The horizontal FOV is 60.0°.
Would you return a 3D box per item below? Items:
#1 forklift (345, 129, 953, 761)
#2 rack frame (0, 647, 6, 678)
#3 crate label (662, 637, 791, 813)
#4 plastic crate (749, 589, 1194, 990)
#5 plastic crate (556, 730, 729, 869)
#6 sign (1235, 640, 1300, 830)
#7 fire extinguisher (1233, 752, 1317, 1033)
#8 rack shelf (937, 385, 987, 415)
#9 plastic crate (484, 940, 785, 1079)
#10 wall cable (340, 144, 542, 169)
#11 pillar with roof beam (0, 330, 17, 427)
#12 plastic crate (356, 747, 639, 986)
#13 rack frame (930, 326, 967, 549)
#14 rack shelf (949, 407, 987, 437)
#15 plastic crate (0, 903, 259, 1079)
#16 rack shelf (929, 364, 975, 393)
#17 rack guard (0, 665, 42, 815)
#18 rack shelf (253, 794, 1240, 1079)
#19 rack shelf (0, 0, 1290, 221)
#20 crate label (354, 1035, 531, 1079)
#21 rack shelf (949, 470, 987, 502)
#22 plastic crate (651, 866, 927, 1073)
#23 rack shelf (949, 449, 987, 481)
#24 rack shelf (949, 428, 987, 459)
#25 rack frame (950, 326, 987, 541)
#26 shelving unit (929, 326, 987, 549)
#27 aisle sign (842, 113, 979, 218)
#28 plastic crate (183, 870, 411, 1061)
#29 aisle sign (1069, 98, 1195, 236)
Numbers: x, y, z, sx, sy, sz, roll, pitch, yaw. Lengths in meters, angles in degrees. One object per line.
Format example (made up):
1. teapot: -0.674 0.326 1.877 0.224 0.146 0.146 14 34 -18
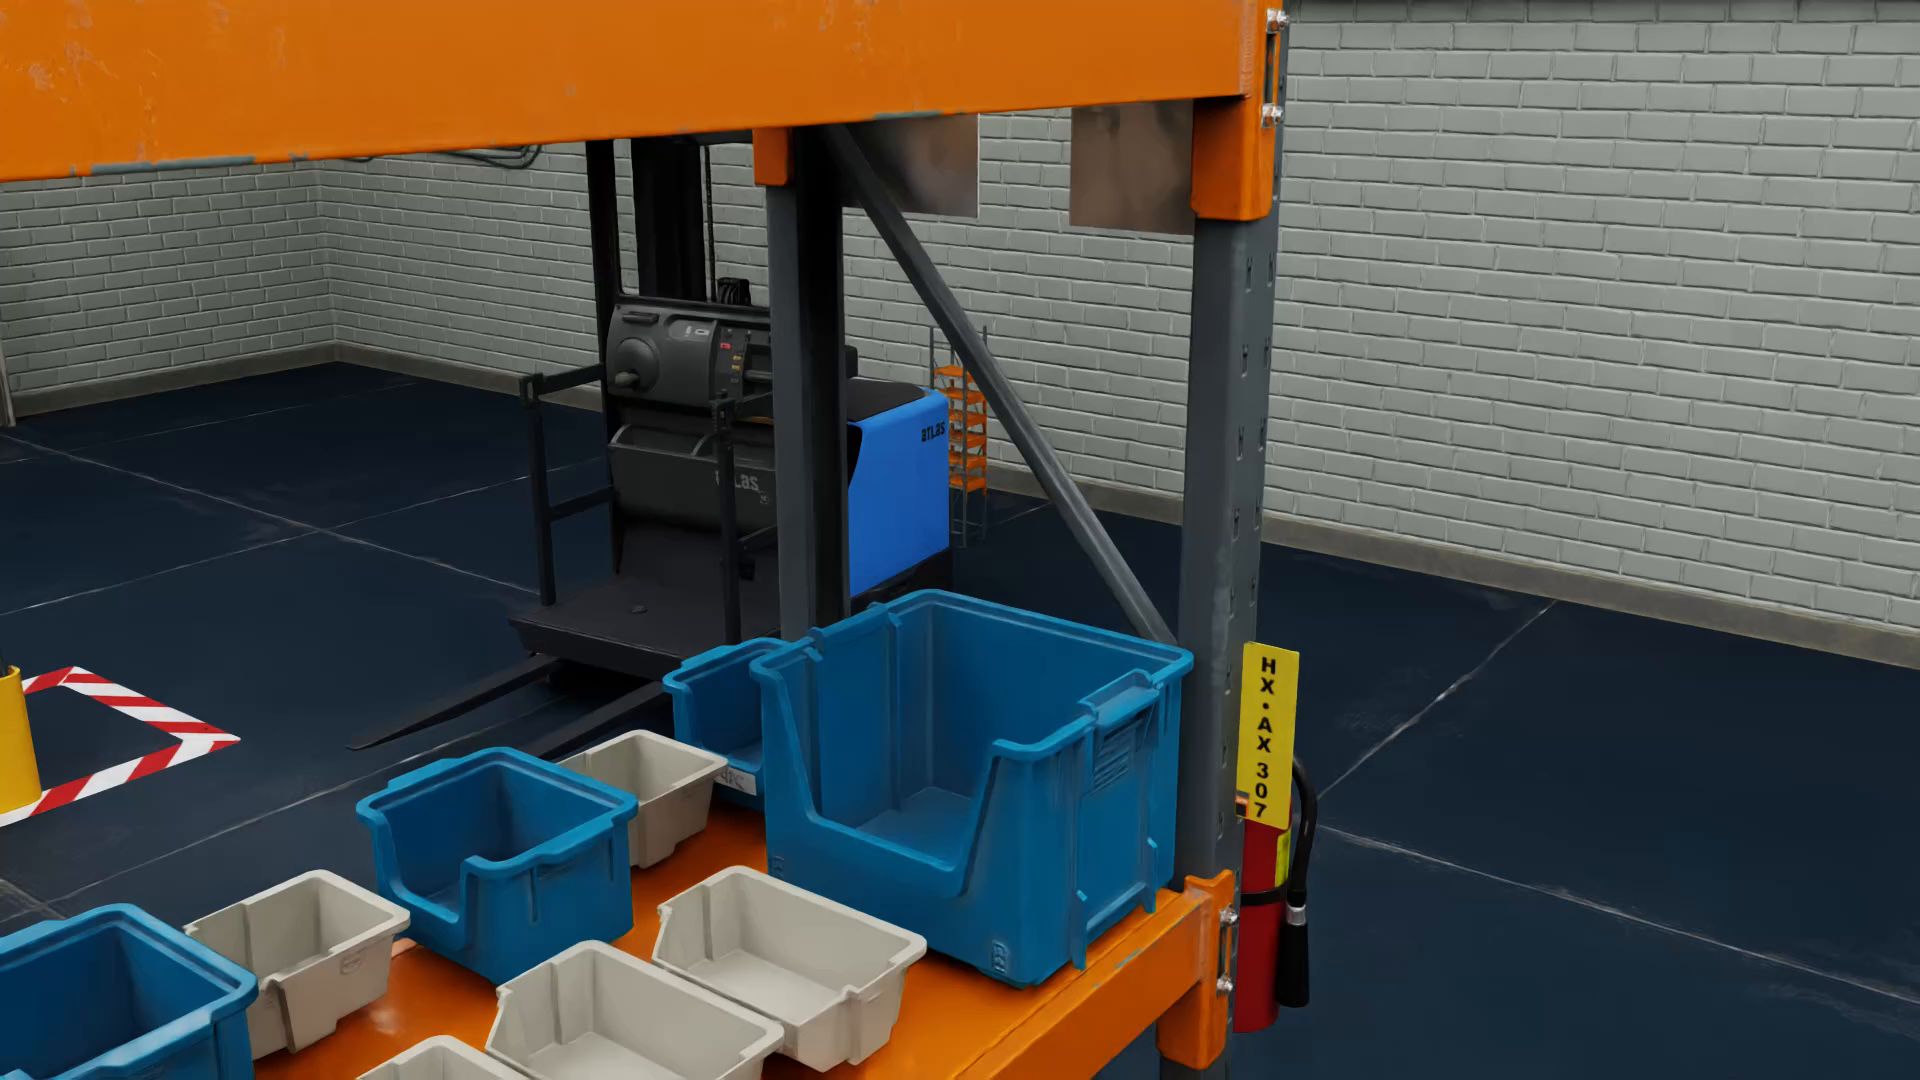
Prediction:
1. forklift: -1.206 -0.775 6.797 1.130 2.935 3.031 10 20 28
2. rack frame: -3.905 -0.558 5.981 1.000 3.000 0.127 12 21 35
3. crate label: -0.341 0.371 3.174 0.416 0.233 0.303 12 21 35
4. plastic crate: 0.021 0.386 2.783 0.616 0.435 0.499 12 21 35
5. plastic crate: -0.598 0.478 2.989 0.250 0.136 0.298 12 21 35
6. sign: 0.522 0.334 2.835 0.100 0.325 0.005 12 21 35
7. fire extinguisher: 0.526 0.578 3.084 0.296 0.674 0.183 12 21 35
8. rack shelf: -0.009 -0.756 8.997 0.258 0.103 0.180 12 21 35
9. plastic crate: -0.454 0.709 2.247 0.396 0.136 0.243 12 21 35
10. wall cable: -4.229 -4.098 12.503 3.097 2.526 0.112 12 21 35
11. pillar with roof beam: -3.514 -4.332 8.021 9.100 9.000 0.400 12 21 35
12. plastic crate: -0.733 0.527 2.669 0.416 0.233 0.300 12 21 35
13. rack frame: -0.063 -0.548 8.985 0.240 1.200 0.006 12 21 35
14. rack shelf: -0.009 -0.642 9.032 0.258 0.103 0.180 12 21 35
15. plastic crate: -1.125 0.684 2.164 0.416 0.233 0.300 12 21 35
16. rack shelf: -0.009 -0.871 8.961 0.258 0.103 0.180 12 21 35
17. rack guard: -3.950 0.654 6.294 1.175 0.500 0.348 12 21 35
18. rack shelf: -1.121 1.139 1.732 1.077 0.370 4.000 12 21 35
19. rack shelf: -1.121 -0.294 1.288 1.077 0.370 4.000 12 21 35
20. crate label: -0.600 0.779 2.020 0.396 0.136 0.243 12 21 35
21. rack shelf: -0.009 -0.298 9.139 0.258 0.103 0.180 12 21 35
22. plastic crate: -0.270 0.642 2.462 0.396 0.136 0.243 12 21 35
23. rack shelf: -0.009 -0.413 9.103 0.258 0.103 0.180 12 21 35
24. rack shelf: -0.009 -0.527 9.068 0.258 0.103 0.180 12 21 35
25. rack frame: 0.046 -0.591 9.125 0.240 1.200 0.006 12 21 35
26. shelving unit: -0.009 -0.570 9.055 0.258 1.200 0.189 12 21 35
27. aisle sign: -0.125 -0.992 2.998 0.394 0.787 0.004 12 21 35
28. plastic crate: -1.003 0.640 2.469 0.250 0.136 0.298 12 21 35
29. aisle sign: 0.349 -0.888 2.663 0.394 0.787 0.004 12 21 35
